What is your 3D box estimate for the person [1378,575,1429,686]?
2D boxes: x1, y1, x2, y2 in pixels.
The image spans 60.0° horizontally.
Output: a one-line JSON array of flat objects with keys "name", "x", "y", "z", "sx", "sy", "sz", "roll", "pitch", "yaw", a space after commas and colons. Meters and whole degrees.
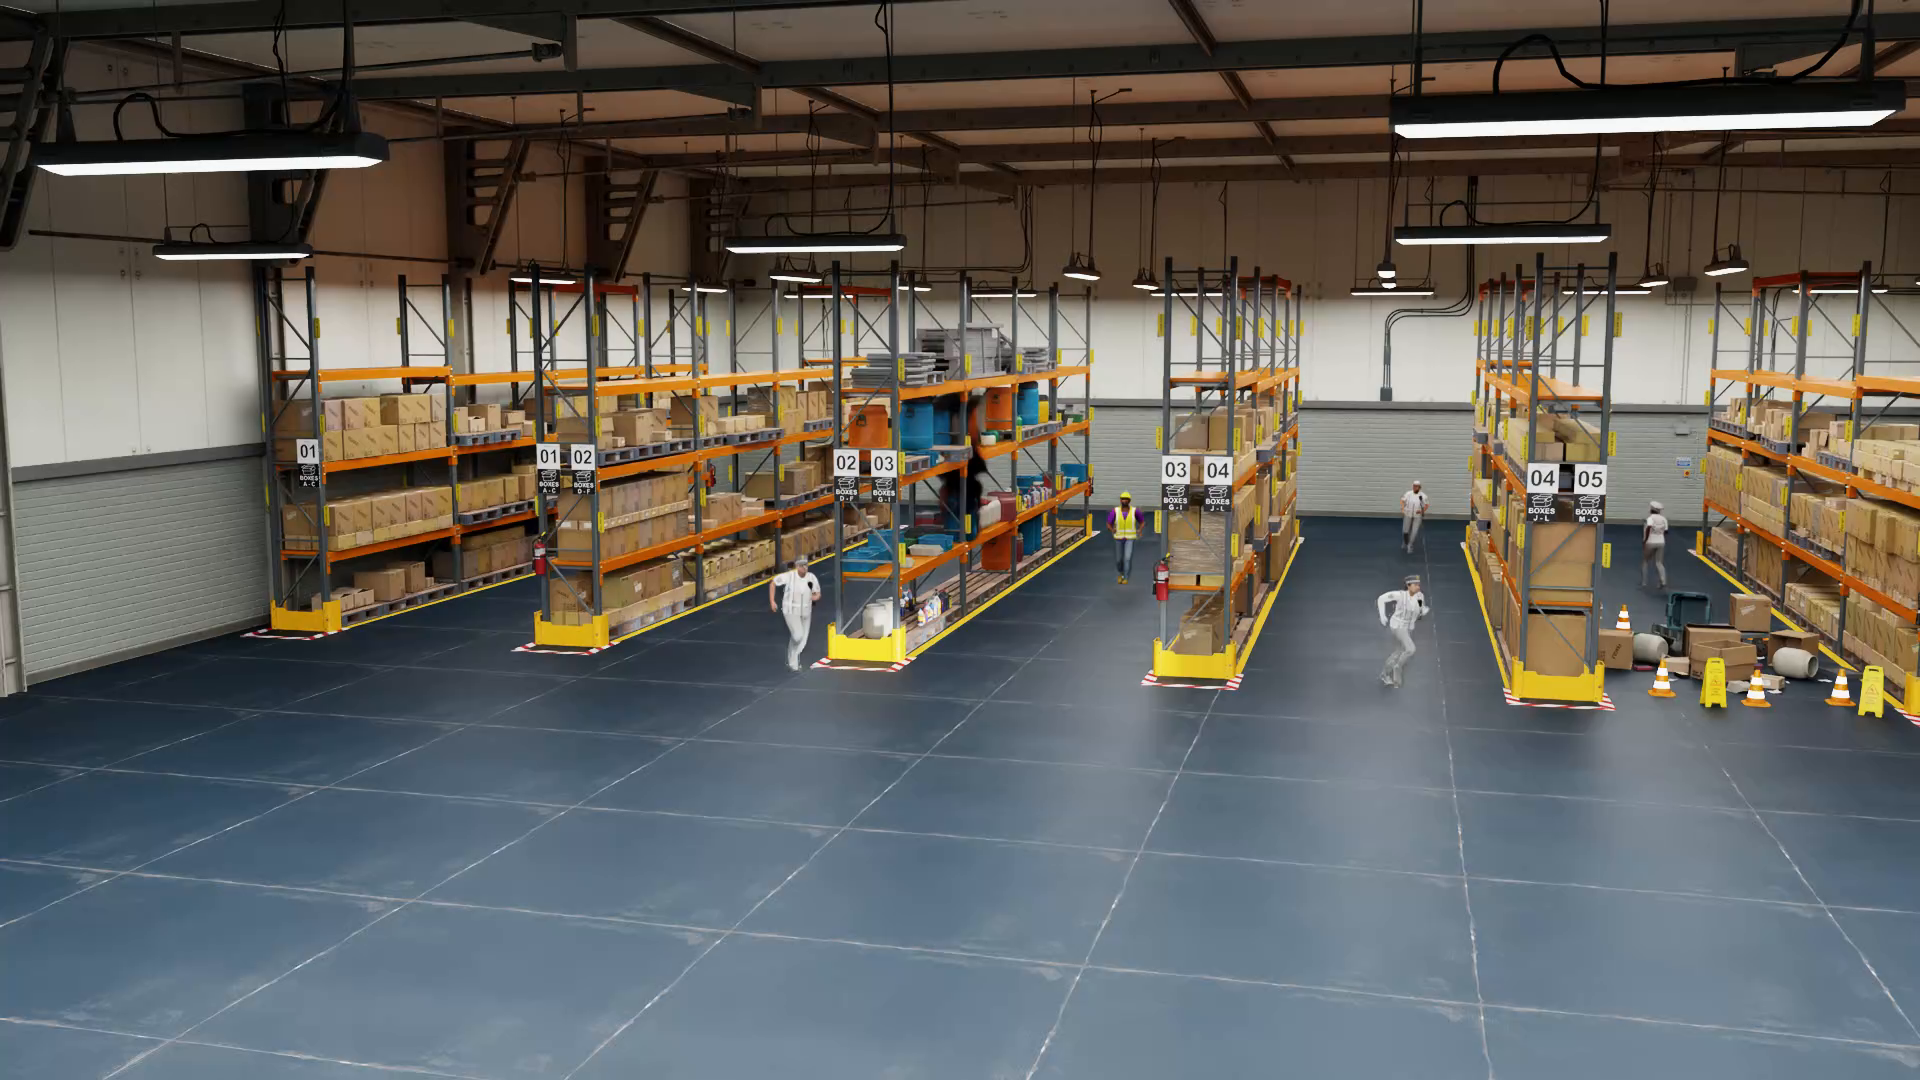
[{"name": "person", "x": 6.169, "y": 1.249, "z": 23.165, "sx": 0.599, "sy": 1.608, "sz": 0.838, "roll": -4, "pitch": 8, "yaw": -30}]

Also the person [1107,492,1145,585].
[{"name": "person", "x": 3.063, "y": -0.016, "z": 30.804, "sx": 0.714, "sy": 1.746, "sz": 0.735, "roll": 1, "pitch": 7, "yaw": 9}]

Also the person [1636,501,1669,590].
[{"name": "person", "x": 13.265, "y": 0.131, "z": 31.738, "sx": 0.569, "sy": 1.735, "sz": 0.851, "roll": 0, "pitch": 7, "yaw": -3}]

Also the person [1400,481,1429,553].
[{"name": "person", "x": 10.160, "y": -0.514, "z": 37.209, "sx": 0.638, "sy": 1.625, "sz": 0.504, "roll": 3, "pitch": 8, "yaw": 20}]

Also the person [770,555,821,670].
[{"name": "person", "x": -2.360, "y": 1.063, "z": 24.231, "sx": 0.702, "sy": 1.730, "sz": 0.767, "roll": -4, "pitch": 8, "yaw": -27}]
